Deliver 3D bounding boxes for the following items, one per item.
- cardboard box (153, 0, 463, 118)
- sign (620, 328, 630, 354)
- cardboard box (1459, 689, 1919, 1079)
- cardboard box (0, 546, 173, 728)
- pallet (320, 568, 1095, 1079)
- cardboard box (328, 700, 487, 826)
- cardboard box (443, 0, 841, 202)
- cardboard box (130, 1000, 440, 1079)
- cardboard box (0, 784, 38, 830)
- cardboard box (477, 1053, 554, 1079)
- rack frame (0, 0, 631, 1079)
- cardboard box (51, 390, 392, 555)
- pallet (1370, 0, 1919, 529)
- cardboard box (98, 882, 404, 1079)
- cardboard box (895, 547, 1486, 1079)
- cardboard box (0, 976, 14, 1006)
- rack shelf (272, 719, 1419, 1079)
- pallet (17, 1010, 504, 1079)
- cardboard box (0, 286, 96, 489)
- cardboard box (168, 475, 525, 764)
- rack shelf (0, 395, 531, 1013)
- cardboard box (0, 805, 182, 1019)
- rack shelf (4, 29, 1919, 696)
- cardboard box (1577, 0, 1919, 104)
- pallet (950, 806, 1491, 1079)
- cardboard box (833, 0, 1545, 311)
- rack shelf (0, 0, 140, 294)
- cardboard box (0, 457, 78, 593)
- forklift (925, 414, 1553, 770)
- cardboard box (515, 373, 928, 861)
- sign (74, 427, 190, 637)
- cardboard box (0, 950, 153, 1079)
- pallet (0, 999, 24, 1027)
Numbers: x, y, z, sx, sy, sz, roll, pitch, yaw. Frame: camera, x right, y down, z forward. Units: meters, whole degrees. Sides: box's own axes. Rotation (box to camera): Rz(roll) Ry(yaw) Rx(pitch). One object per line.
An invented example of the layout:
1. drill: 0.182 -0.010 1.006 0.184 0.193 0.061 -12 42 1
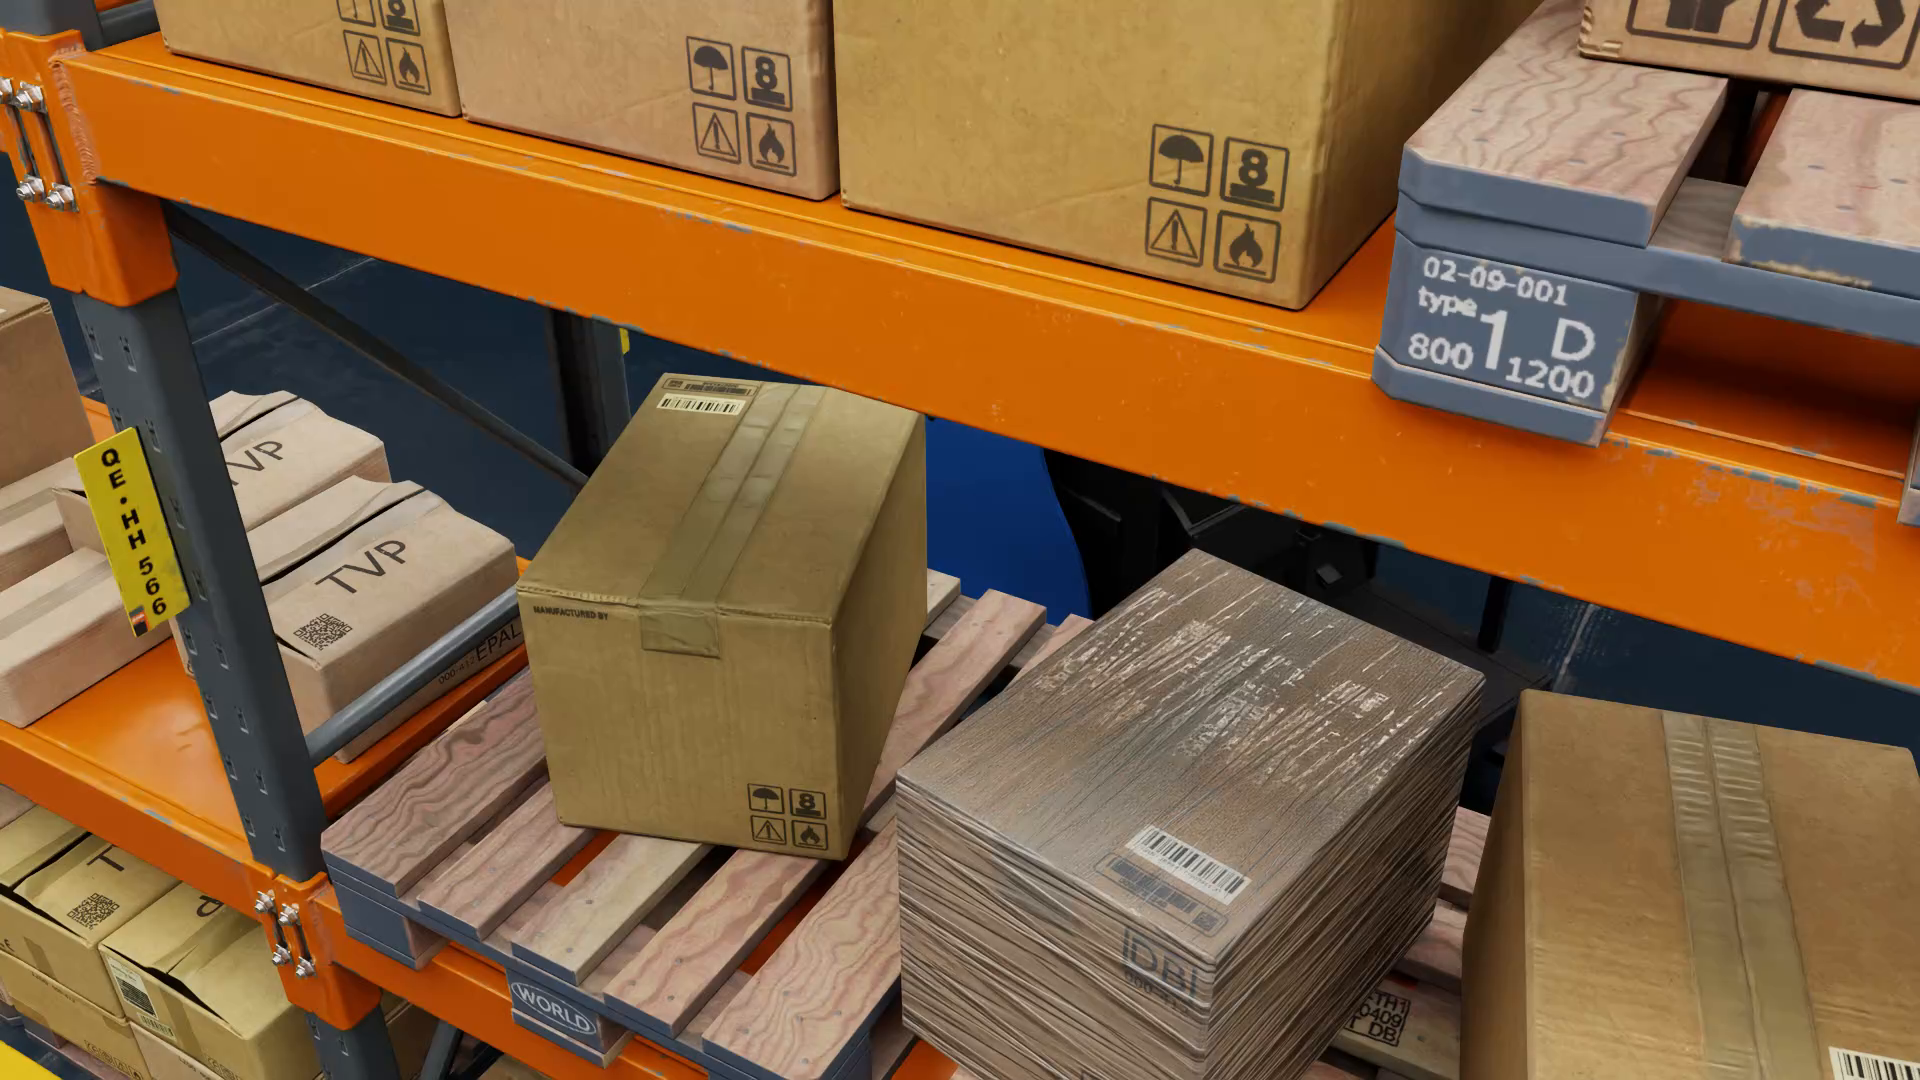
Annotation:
1. cardboard box: -0.578 -0.981 2.220 0.500 0.500 0.910 18 37 24
2. sign: -0.713 -0.507 3.332 0.005 0.325 0.100 18 37 24
3. cardboard box: 0.935 0.633 2.124 0.500 0.500 0.700 8 35 12
4. cardboard box: -1.892 0.196 3.476 0.250 0.149 0.380 18 37 24
5. pallet: -0.350 0.438 3.059 1.003 0.211 1.213 18 37 24
6. cardboard box: -1.283 0.657 4.154 0.500 0.311 0.500 19 38 26
7. cardboard box: -0.135 -0.840 2.009 0.500 0.500 0.910 18 37 24
8. cardboard box: -1.552 1.148 3.921 0.500 0.250 0.500 19 38 25
9. cardboard box: -2.442 0.637 4.184 0.500 0.311 0.500 17 37 24
10. cardboard box: -0.720 1.326 3.411 0.500 0.500 0.500 19 38 26
11. rack frame: -0.974 0.206 3.235 0.127 3.000 1.000 18 37 24
12. cardboard box: -1.654 -0.096 3.769 0.500 0.311 0.500 17 37 24
13. pallet: 1.066 -0.361 1.550 1.003 0.211 1.213 18 37 24
14. cardboard box: -1.551 0.916 3.763 0.500 0.311 0.500 19 38 26
15. cardboard box: 0.328 0.452 2.396 0.500 0.500 0.700 25 41 33
16. cardboard box: -2.436 0.868 4.342 0.500 0.250 0.500 18 38 25
17. rack shelf: 0.763 1.055 2.608 4.000 0.370 1.077 18 37 24
18. pallet: -1.669 1.121 4.376 1.213 0.211 1.003 18 37 24
19. cardboard box: -2.439 -0.289 3.888 0.500 0.500 0.500 16 37 22
20. cardboard box: -1.268 0.122 3.441 0.500 0.311 0.500 20 39 27
21. rack shelf: -2.710 -0.045 4.260 4.000 0.370 1.077 18 37 24
22. cardboard box: -2.005 0.777 3.973 0.500 0.311 0.500 17 37 24
23. rack shelf: 0.763 -0.193 1.777 4.000 0.370 1.077 18 37 24
24. cardboard box: 0.939 -0.740 1.390 0.600 0.600 0.600 16 37 23
25. pallet: 0.717 0.818 2.488 1.213 0.211 1.003 18 37 24
26. cardboard box: 0.316 -0.697 1.794 0.500 0.500 0.910 18 37 24
27. rack shelf: -2.710 -1.293 3.429 4.000 0.370 1.077 18 37 24
28. cardboard box: -2.109 -0.013 3.790 0.250 0.149 0.380 21 39 28
29. forklift: 1.068 -0.525 4.394 1.130 2.935 3.031 -25 41 -32
30. cardboard box: -0.371 0.108 2.912 0.500 0.500 0.700 6 34 9
31. sign: -1.246 -0.008 2.511 0.005 0.325 0.100 18 37 24
32. cardboard box: -2.001 1.008 4.132 0.500 0.250 0.500 17 37 24
33. pallet: -2.724 0.785 4.880 1.213 0.211 1.003 18 37 24
